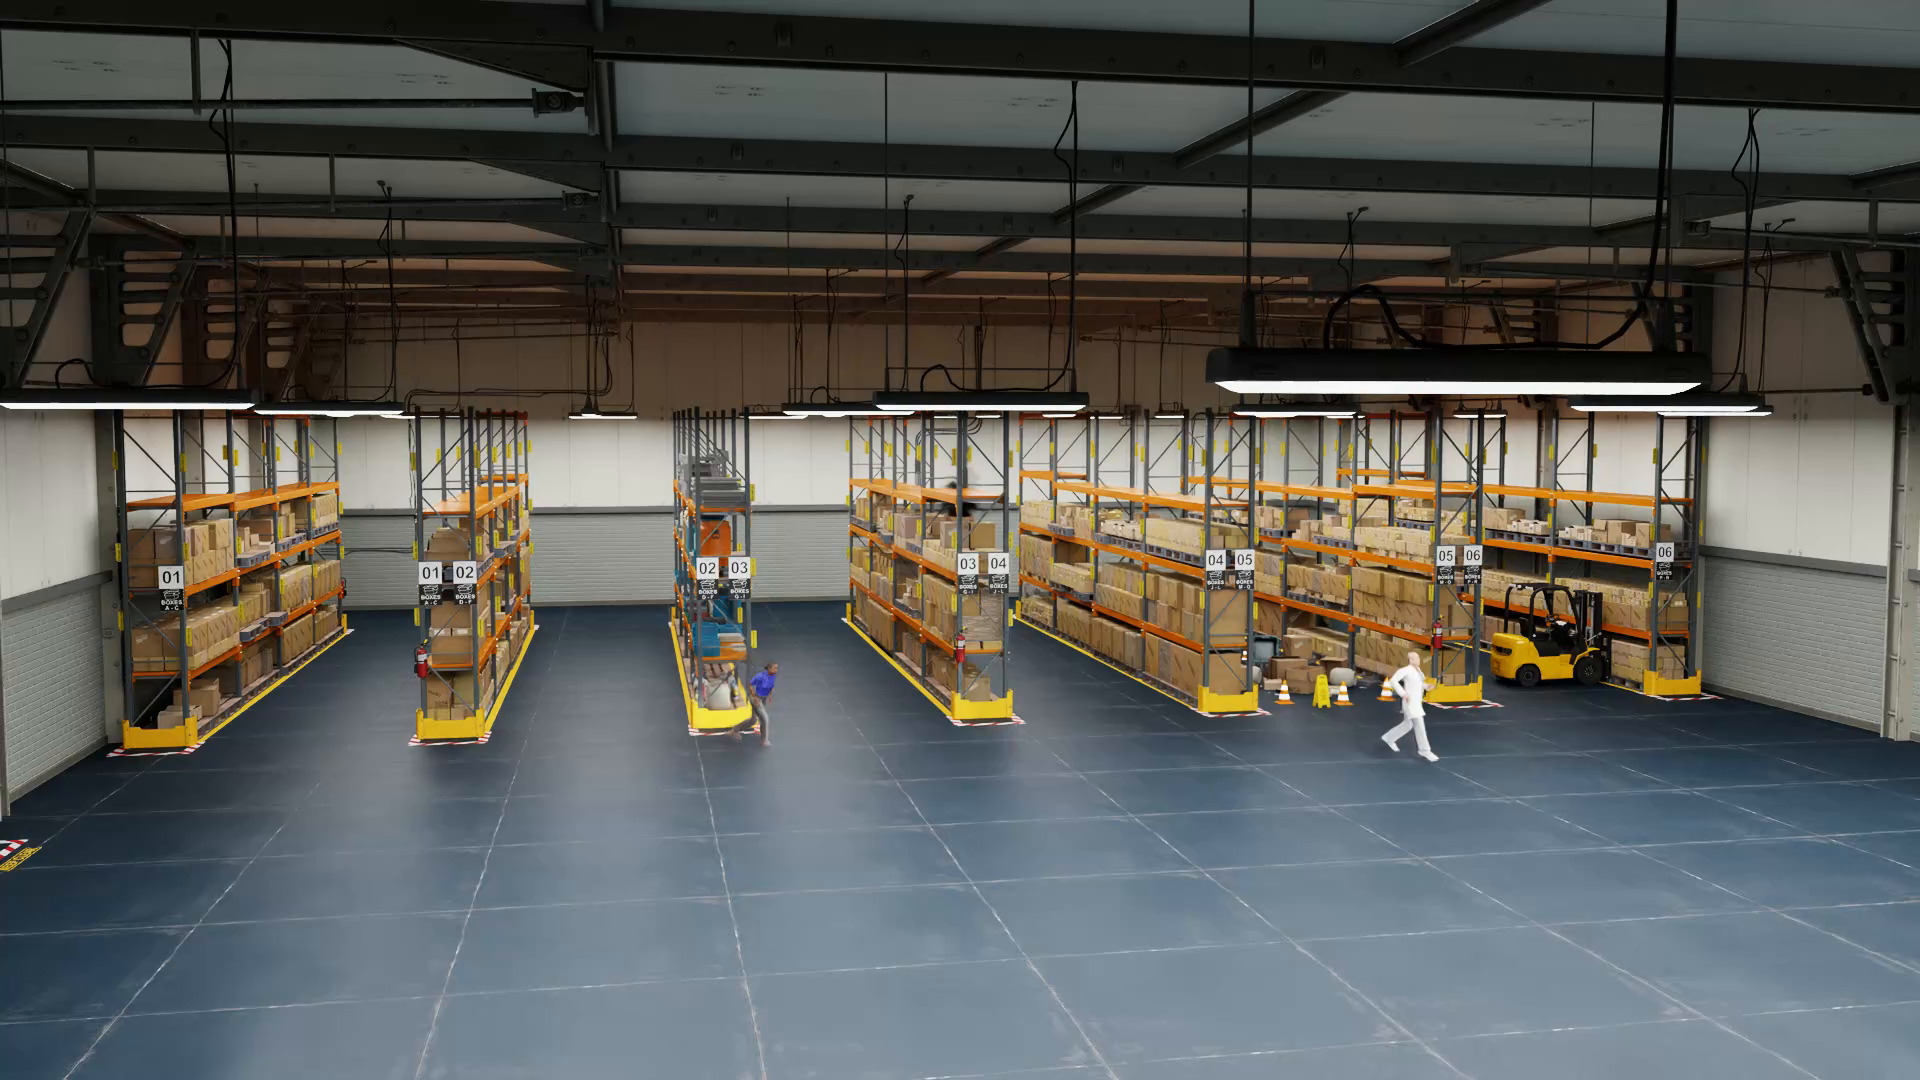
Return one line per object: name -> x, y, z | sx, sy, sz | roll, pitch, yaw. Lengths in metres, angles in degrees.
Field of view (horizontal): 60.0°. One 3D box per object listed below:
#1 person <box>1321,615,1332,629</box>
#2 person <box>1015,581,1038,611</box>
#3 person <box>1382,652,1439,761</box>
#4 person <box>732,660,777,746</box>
person -> 9.732, 1.698, 44.361 | 0.704, 1.670, 1.049 | -1, 4, -13
person -> 2.069, 1.286, 49.817 | 0.968, 1.766, 0.691 | 1, 4, 12
person -> 7.689, 2.806, 28.334 | 1.040, 1.805, 0.668 | 3, 5, 34
person -> -3.641, 2.890, 29.524 | 0.969, 1.567, 0.567 | 2, 5, 30
